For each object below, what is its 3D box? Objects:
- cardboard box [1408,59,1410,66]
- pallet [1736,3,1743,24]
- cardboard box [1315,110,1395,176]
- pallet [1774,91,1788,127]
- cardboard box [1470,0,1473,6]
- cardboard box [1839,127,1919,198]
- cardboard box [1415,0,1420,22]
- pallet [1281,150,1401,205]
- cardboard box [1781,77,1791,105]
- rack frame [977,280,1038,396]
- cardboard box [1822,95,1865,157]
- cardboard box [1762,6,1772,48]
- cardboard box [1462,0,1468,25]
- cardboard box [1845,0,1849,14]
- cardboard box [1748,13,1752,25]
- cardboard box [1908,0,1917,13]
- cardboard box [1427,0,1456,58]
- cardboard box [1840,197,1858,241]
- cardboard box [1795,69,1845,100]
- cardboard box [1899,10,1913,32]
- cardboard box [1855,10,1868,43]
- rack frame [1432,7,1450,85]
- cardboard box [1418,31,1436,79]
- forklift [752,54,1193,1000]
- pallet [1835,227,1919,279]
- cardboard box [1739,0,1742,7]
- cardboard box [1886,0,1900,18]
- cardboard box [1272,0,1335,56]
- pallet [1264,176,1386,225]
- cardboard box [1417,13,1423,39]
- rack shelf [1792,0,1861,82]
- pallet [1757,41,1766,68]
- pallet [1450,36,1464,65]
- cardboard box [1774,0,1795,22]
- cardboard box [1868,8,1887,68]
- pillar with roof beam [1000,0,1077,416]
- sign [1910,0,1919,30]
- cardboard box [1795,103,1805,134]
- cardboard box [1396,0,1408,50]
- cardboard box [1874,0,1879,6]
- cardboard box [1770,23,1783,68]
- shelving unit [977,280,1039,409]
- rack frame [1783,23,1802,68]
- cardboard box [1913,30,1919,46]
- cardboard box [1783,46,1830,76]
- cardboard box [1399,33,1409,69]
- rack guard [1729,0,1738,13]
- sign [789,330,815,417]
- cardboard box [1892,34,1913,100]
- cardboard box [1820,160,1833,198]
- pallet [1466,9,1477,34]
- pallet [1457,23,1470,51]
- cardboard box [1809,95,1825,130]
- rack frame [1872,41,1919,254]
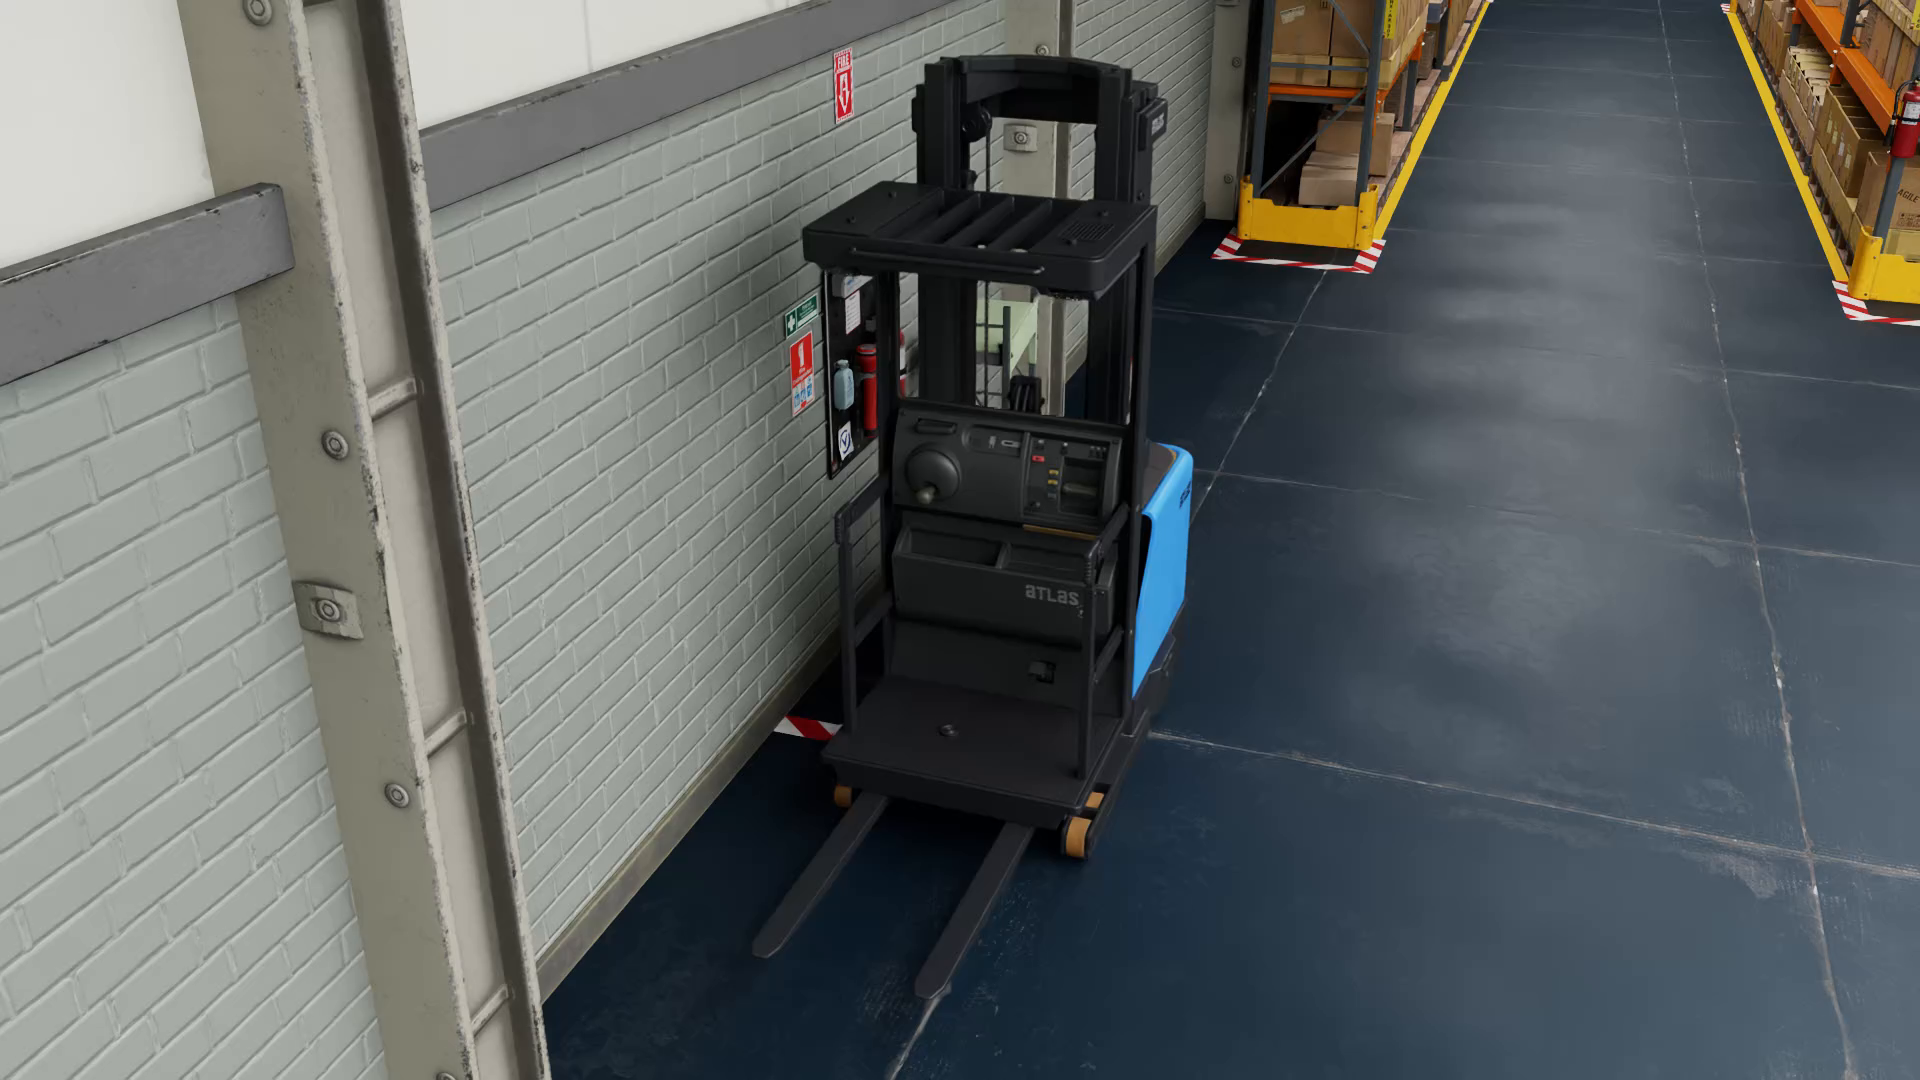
[{"bbox_3d":[4.923,-5.431,19.389,0.700,0.500,0.500,9,27,18],"label":"cardboard box"},{"bbox_3d":[12.737,-8.230,26.007,1.003,0.211,1.213,9,27,17],"label":"pallet"},{"bbox_3d":[3.826,-3.859,16.142,0.700,0.500,0.500,7,27,14],"label":"cardboard box"},{"bbox_3d":[10.054,-4.969,19.271,1.003,0.211,1.213,9,27,17],"label":"pallet"},{"bbox_3d":[7.712,-8.691,26.144,0.700,0.500,0.500,9,27,19],"label":"cardboard box"},{"bbox_3d":[7.919,-3.235,14.302,0.500,0.500,0.500,9,27,17],"label":"cardboard box"},{"bbox_3d":[4.157,-5.259,15.958,0.500,0.500,0.500,8,27,16],"label":"cardboard box"},{"bbox_3d":[3.766,-3.591,16.424,1.003,0.211,1.213,9,27,17],"label":"pallet"},{"bbox_3d":[9.747,-5.129,19.075,0.500,0.250,0.500,8,27,16],"label":"cardboard box"},{"bbox_3d":[0.218,-0.803,9.187,0.400,1.500,0.023,6,26,12],"label":"rack frame"},{"bbox_3d":[8.425,-3.850,15.573,0.500,0.500,0.500,9,27,17],"label":"cardboard box"},{"bbox_3d":[11.138,-6.890,22.401,0.500,0.500,0.500,9,27,18],"label":"cardboard box"},{"bbox_3d":[6.929,-7.853,24.013,0.750,0.750,0.750,9,27,18],"label":"cardboard box"},{"bbox_3d":[9.646,-5.694,17.453,0.500,0.500,0.500,9,27,18],"label":"cardboard box"},{"bbox_3d":[11.686,-7.554,24.176,0.380,0.149,0.250,9,27,17],"label":"cardboard box"},{"bbox_3d":[8.224,-4.534,13.569,0.700,0.500,0.500,9,27,18],"label":"cardboard box"},{"bbox_3d":[6.060,-6.778,21.793,0.750,0.750,0.750,8,27,17],"label":"cardboard box"},{"bbox_3d":[7.757,-2.691,14.040,0.500,0.250,0.500,9,27,17],"label":"cardboard box"},{"bbox_3d":[9.404,-4.951,18.062,0.500,0.311,0.500,8,27,17],"label":"cardboard box"},{"bbox_3d":[8.079,-4.323,13.878,0.380,0.149,0.250,10,27,19],"label":"cardboard box"},{"bbox_3d":[9.156,-5.054,16.419,0.500,0.250,0.500,11,28,21],"label":"cardboard box"},{"bbox_3d":[5.692,-7.274,20.831,1.000,3.000,0.127,9,27,17],"label":"rack frame"},{"bbox_3d":[5.502,-6.043,20.653,0.700,0.500,0.500,9,27,18],"label":"cardboard box"},{"bbox_3d":[0.107,-0.252,6.406,1.130,2.935,3.031,9,27,18],"label":"forklift"},{"bbox_3d":[7.917,-2.335,13.830,1.003,0.211,1.213,9,27,17],"label":"pallet"},{"bbox_3d":[12.412,-8.417,25.843,0.500,0.250,0.500,9,27,17],"label":"cardboard box"},{"bbox_3d":[8.336,-4.638,14.527,0.380,0.149,0.250,8,27,16],"label":"cardboard box"},{"bbox_3d":[2.986,-4.490,14.370,0.500,0.500,0.500,8,27,17],"label":"cardboard box"},{"bbox_3d":[3.359,-3.091,15.392,1.003,0.211,1.213,9,27,17],"label":"pallet"},{"bbox_3d":[4.315,-5.129,16.551,0.500,0.250,0.500,9,27,18],"label":"cardboard box"},{"bbox_3d":[9.699,-5.411,17.810,1.077,0.370,4.000,9,27,17],"label":"rack shelf"},{"bbox_3d":[11.461,-6.606,22.652,1.003,0.211,1.213,9,27,17],"label":"pallet"},{"bbox_3d":[6.433,-6.832,23.117,1.003,0.211,1.213,9,27,17],"label":"pallet"},{"bbox_3d":[10.806,-6.831,21.419,0.500,0.250,0.500,8,27,16],"label":"cardboard box"},{"bbox_3d":[8.722,-4.557,15.106,0.700,0.500,0.500,8,27,17],"label":"cardboard box"},{"bbox_3d":[4.510,-4.010,7.205,9.100,9.000,0.400,9,27,17],"label":"pillar with roof beam"},{"bbox_3d":[7.195,-3.982,12.431,0.100,0.325,0.005,9,27,17],"label":"sign"},{"bbox_3d":[9.238,-4.495,17.765,0.500,0.250,0.500,9,27,19],"label":"cardboard box"},{"bbox_3d":[3.646,-4.620,14.638,0.500,0.500,0.500,9,27,18],"label":"cardboard box"},{"bbox_3d":[8.594,-4.958,15.190,0.380,0.149,0.250,8,27,16],"label":"cardboard box"},{"bbox_3d":[10.627,-6.261,21.103,0.500,0.500,0.500,8,27,16],"label":"cardboard box"},{"bbox_3d":[0.136,-0.647,8.866,0.431,1.500,0.755,6,26,12],"label":"shelving unit"},{"bbox_3d":[10.365,-6.557,19.351,1.000,3.000,0.127,9,27,17],"label":"rack frame"},{"bbox_3d":[7.821,-4.004,13.218,0.380,0.149,0.250,8,27,17],"label":"cardboard box"},{"bbox_3d":[9.913,-5.588,19.380,0.500,0.311,0.500,10,27,19],"label":"cardboard box"},{"bbox_3d":[3.826,-4.506,15.264,0.500,0.250,0.500,8,27,17],"label":"cardboard box"},{"bbox_3d":[13.001,-8.688,26.621,1.175,0.500,0.348,9,27,17],"label":"rack guard"},{"bbox_3d":[-0.689,-0.727,7.270,0.001,0.329,0.234,9,27,17],"label":"sign"},{"bbox_3d":[8.211,-3.924,13.798,0.700,0.500,0.500,9,27,18],"label":"cardboard box"},{"bbox_3d":[8.251,-3.309,15.315,0.500,0.250,0.500,9,27,17],"label":"cardboard box"},{"bbox_3d":[7.350,-7.964,25.456,1.003,0.211,1.213,9,27,17],"label":"pallet"},{"bbox_3d":[6.837,-7.335,24.156,1.003,0.211,1.213,9,27,17],"label":"pallet"},{"bbox_3d":[8.898,-4.325,16.771,0.500,0.311,0.500,9,27,17],"label":"cardboard box"},{"bbox_3d":[7.702,-3.269,12.561,1.000,3.000,0.127,9,27,17],"label":"rack frame"}]
